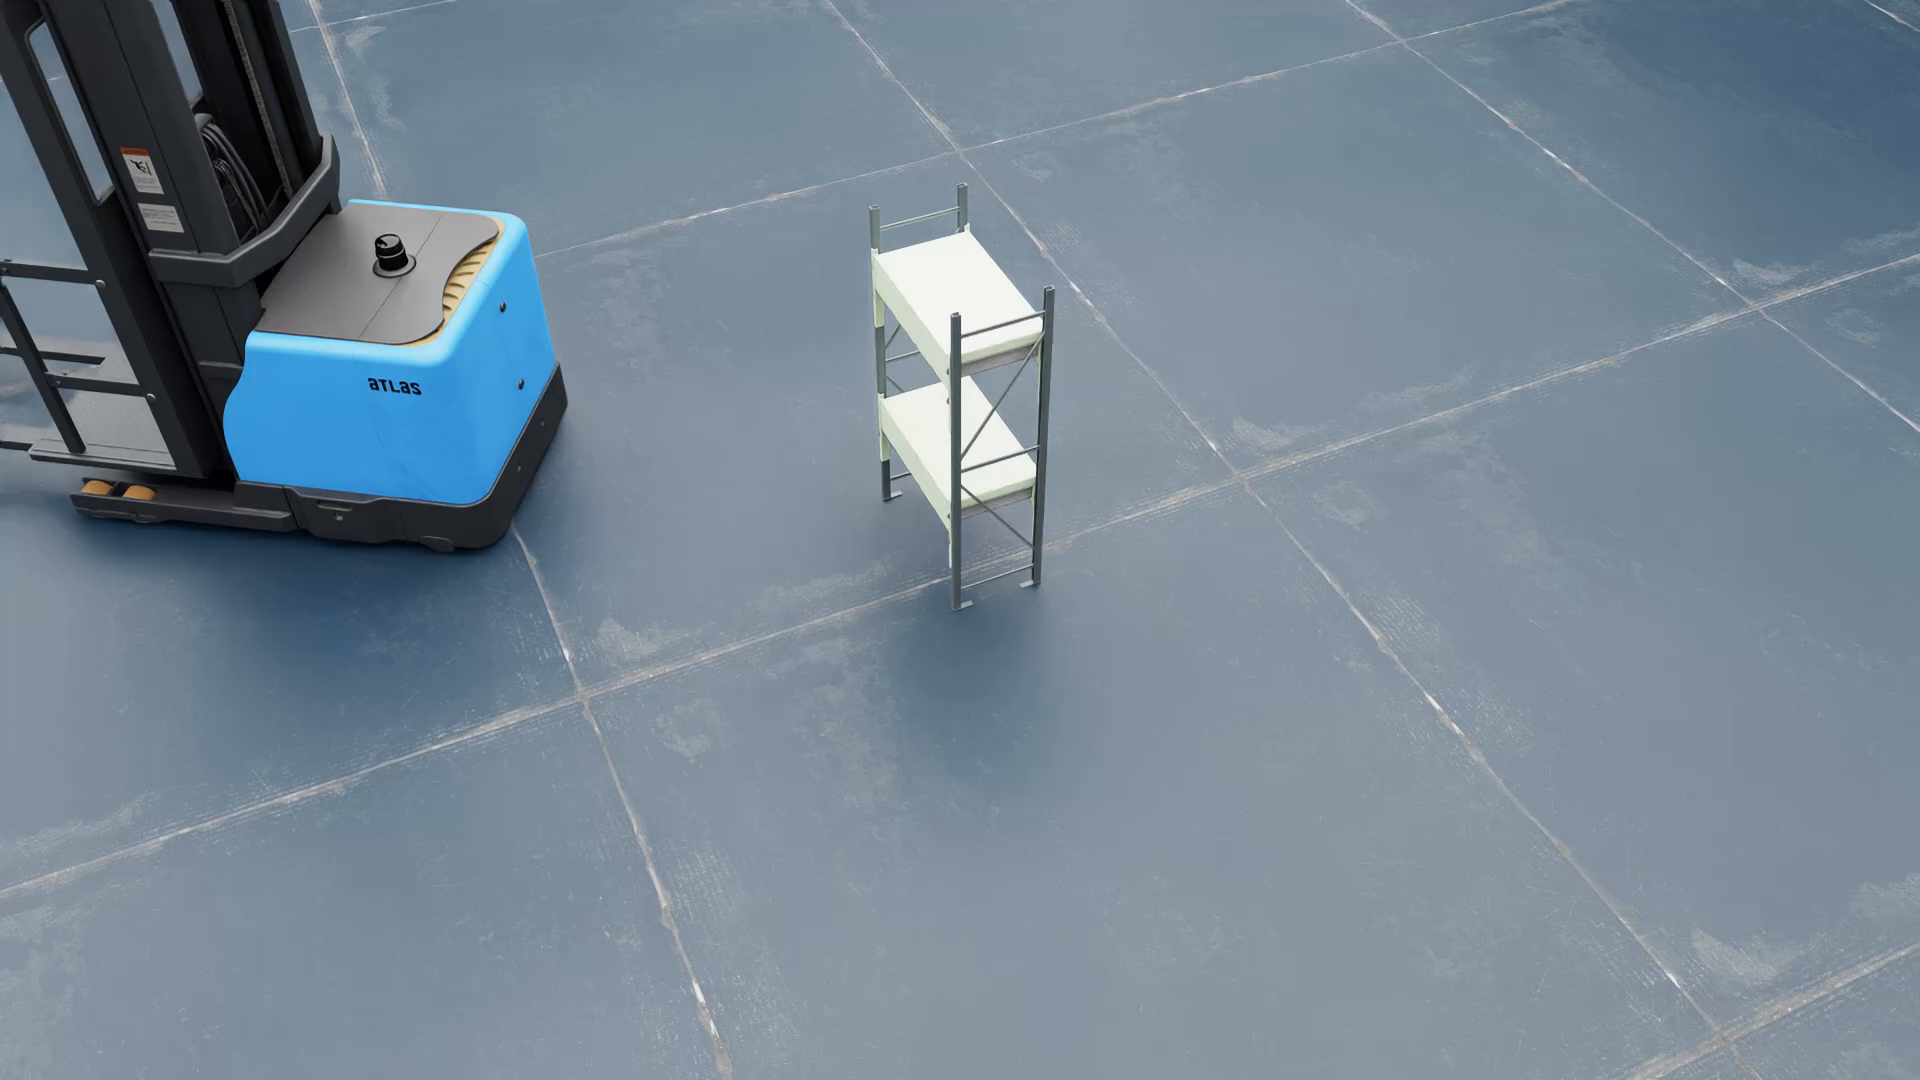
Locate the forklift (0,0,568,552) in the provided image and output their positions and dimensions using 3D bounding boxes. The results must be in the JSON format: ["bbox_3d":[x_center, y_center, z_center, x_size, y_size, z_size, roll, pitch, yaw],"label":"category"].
[{"bbox_3d":[-3.366,-1.476,6.528,3.031,2.935,1.130,6,45,6],"label":"forklift"}]

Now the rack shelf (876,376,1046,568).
[{"bbox_3d":[-0.003,-0.306,6.825,0.431,0.370,0.720,-18,47,-17],"label":"rack shelf"}]

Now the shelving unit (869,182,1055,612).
[{"bbox_3d":[-0.003,-0.538,6.596,0.431,1.500,0.755,-18,47,-17],"label":"shelving unit"}]

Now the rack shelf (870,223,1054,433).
[{"bbox_3d":[-0.003,-0.816,6.322,0.431,0.370,0.720,-18,47,-17],"label":"rack shelf"}]

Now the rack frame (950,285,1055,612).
[{"bbox_3d":[0.151,-0.305,6.360,0.400,1.500,0.023,-18,47,-17],"label":"rack frame"}]

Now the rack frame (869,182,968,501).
[{"bbox_3d":[-0.157,-0.771,6.833,0.400,1.500,0.023,-18,47,-17],"label":"rack frame"}]
